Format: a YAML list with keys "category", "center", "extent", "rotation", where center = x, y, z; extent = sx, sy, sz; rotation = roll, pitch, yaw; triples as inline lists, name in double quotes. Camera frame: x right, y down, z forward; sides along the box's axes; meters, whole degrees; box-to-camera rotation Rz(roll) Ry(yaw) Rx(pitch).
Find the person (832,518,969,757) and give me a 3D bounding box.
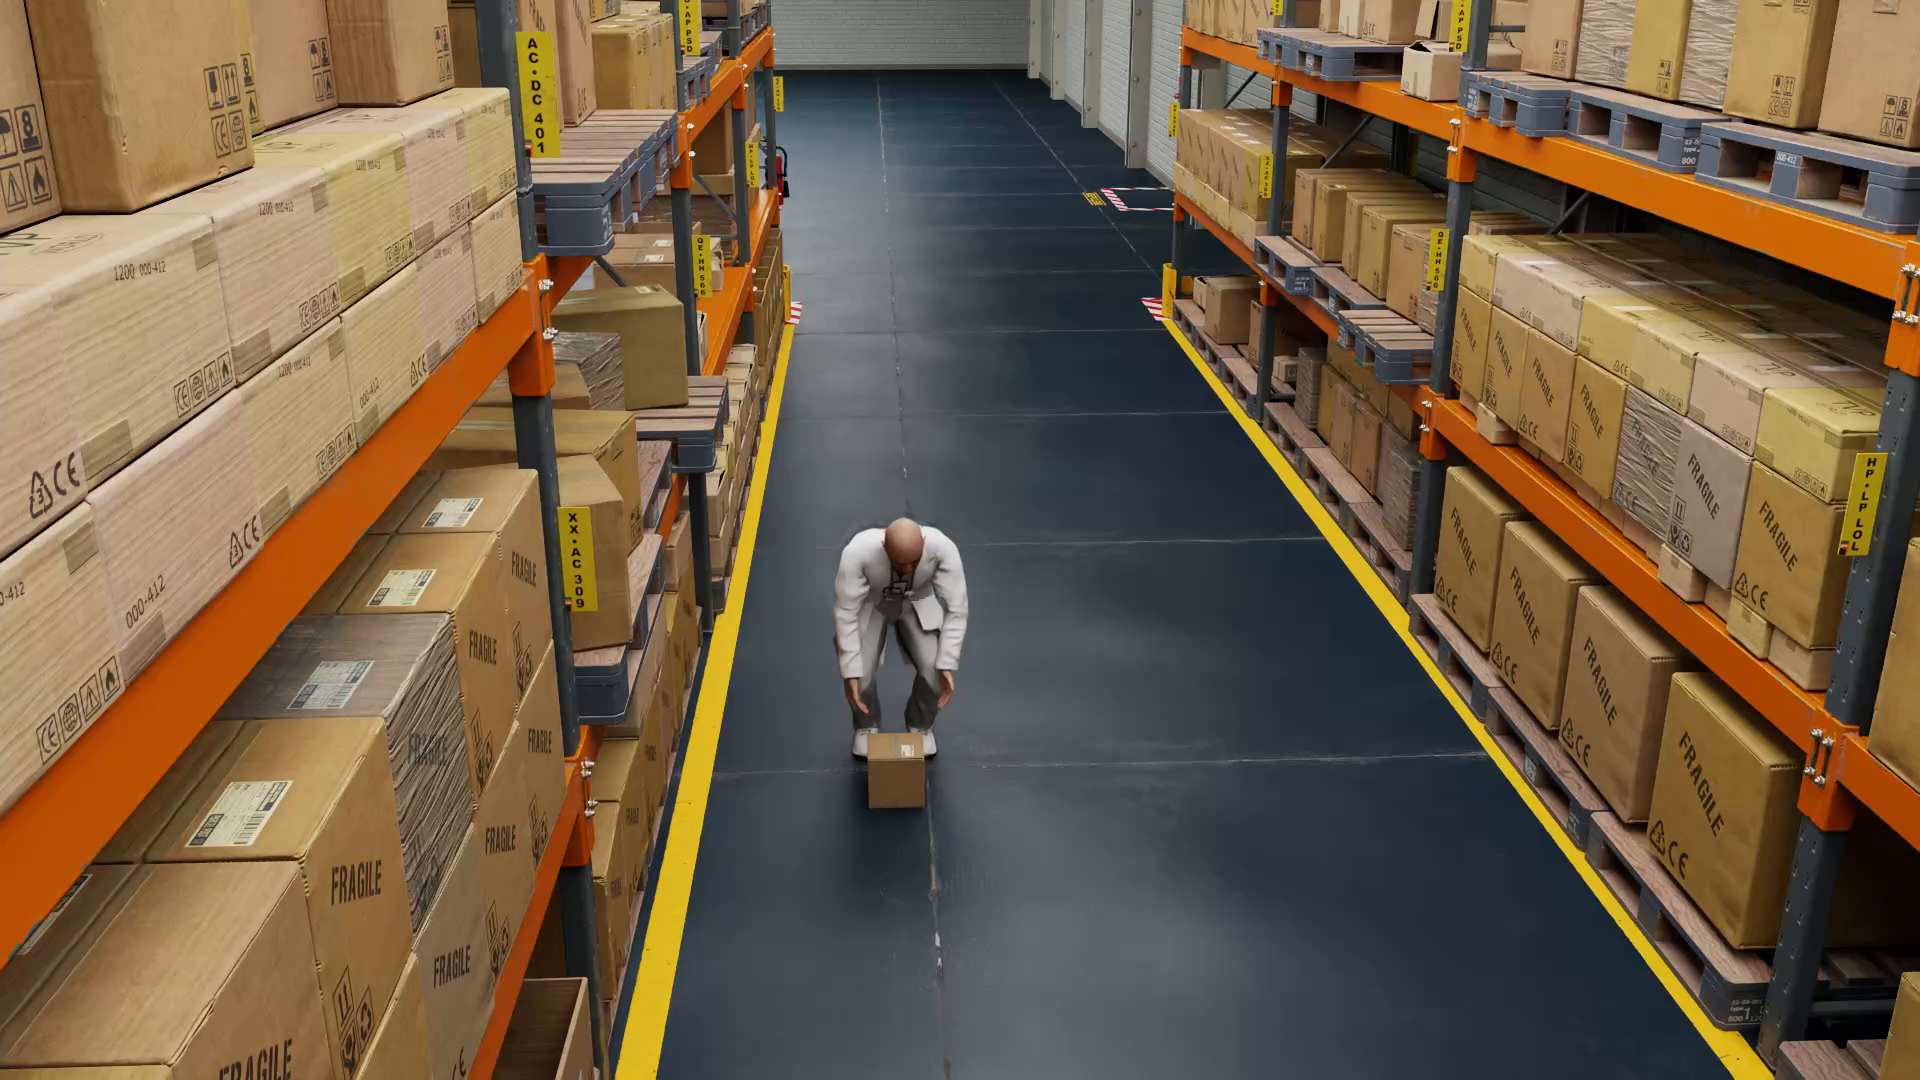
- category: "person"
  center: [-0.283, 0.405, 7.733]
  extent: [0.631, 1.271, 0.793]
  rotation: [-1, 20, -3]
